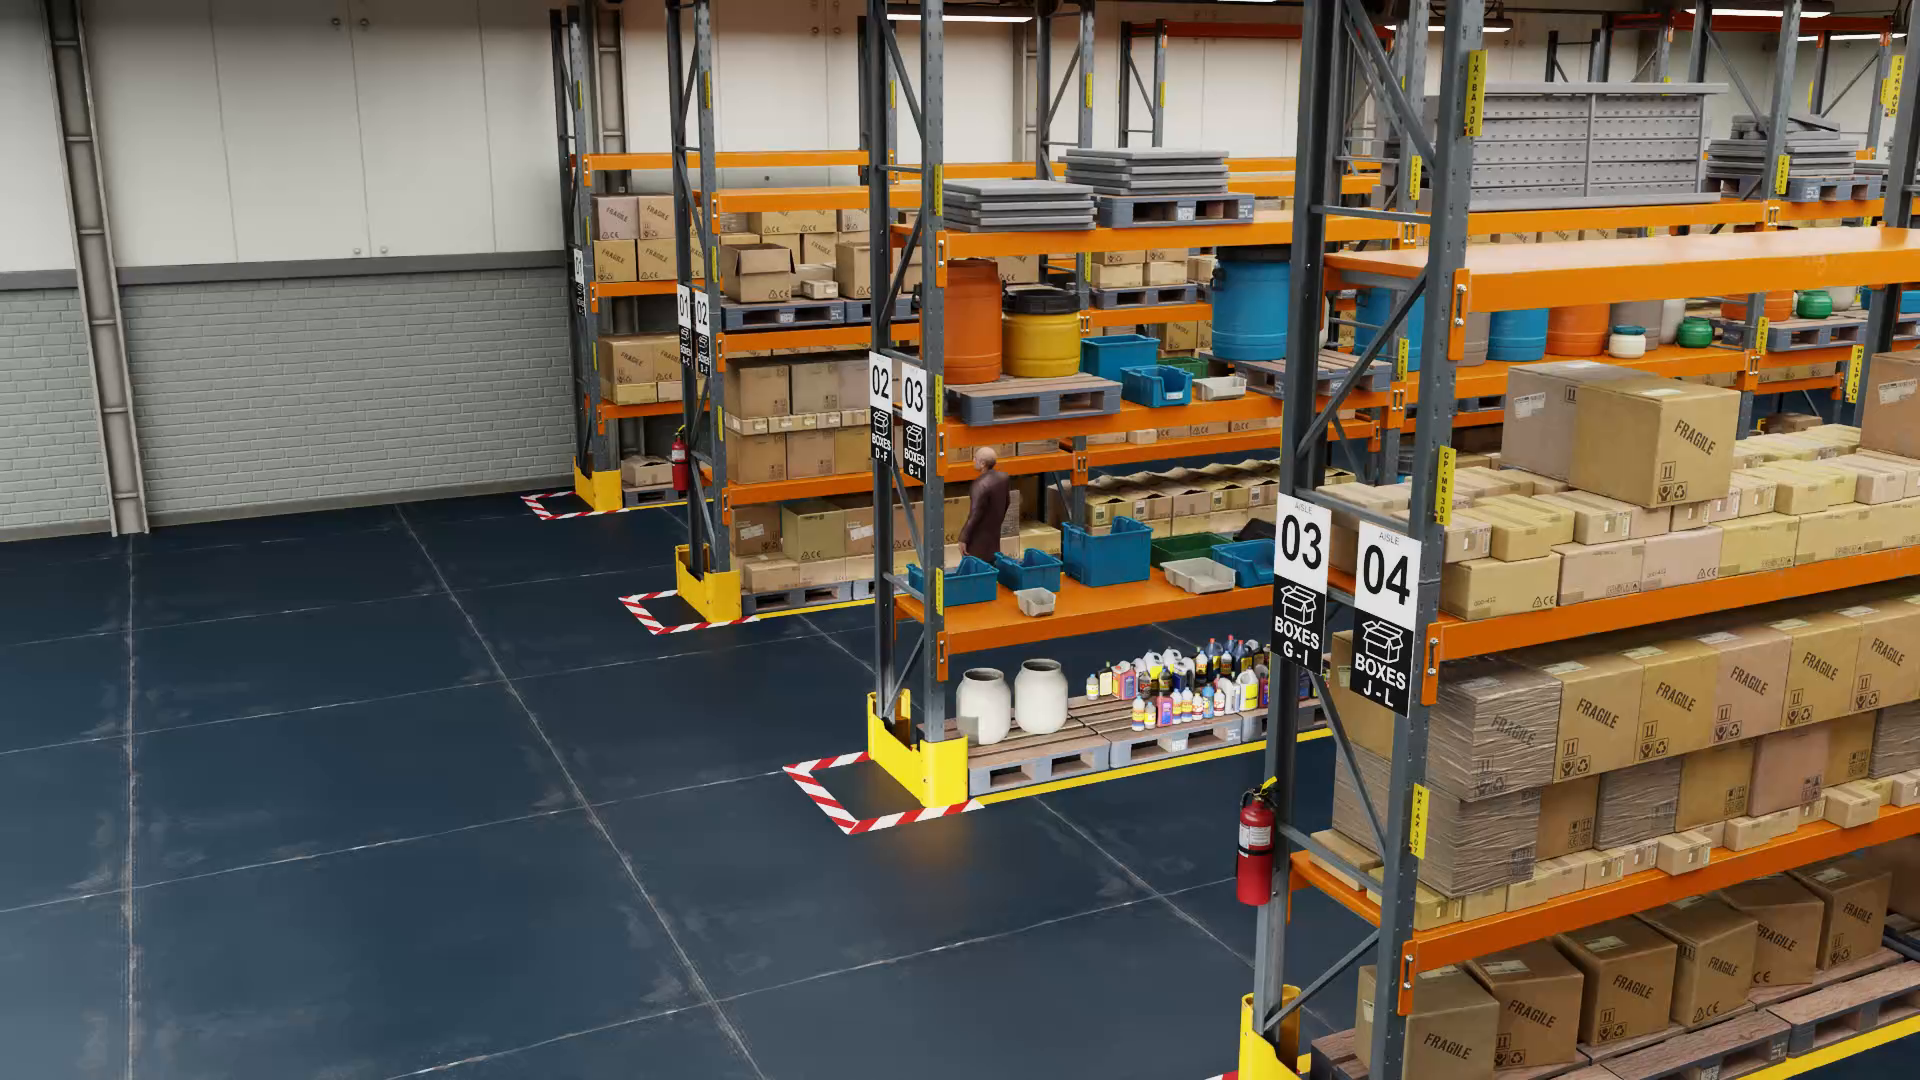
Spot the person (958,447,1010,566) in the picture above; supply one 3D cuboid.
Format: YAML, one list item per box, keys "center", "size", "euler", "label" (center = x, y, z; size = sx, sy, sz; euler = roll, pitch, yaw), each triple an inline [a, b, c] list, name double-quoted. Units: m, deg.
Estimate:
- center: [0.137, -0.048, 16.050]
  size: [0.580, 1.777, 0.698]
  euler: [9, 18, 31]
  label: "person"
